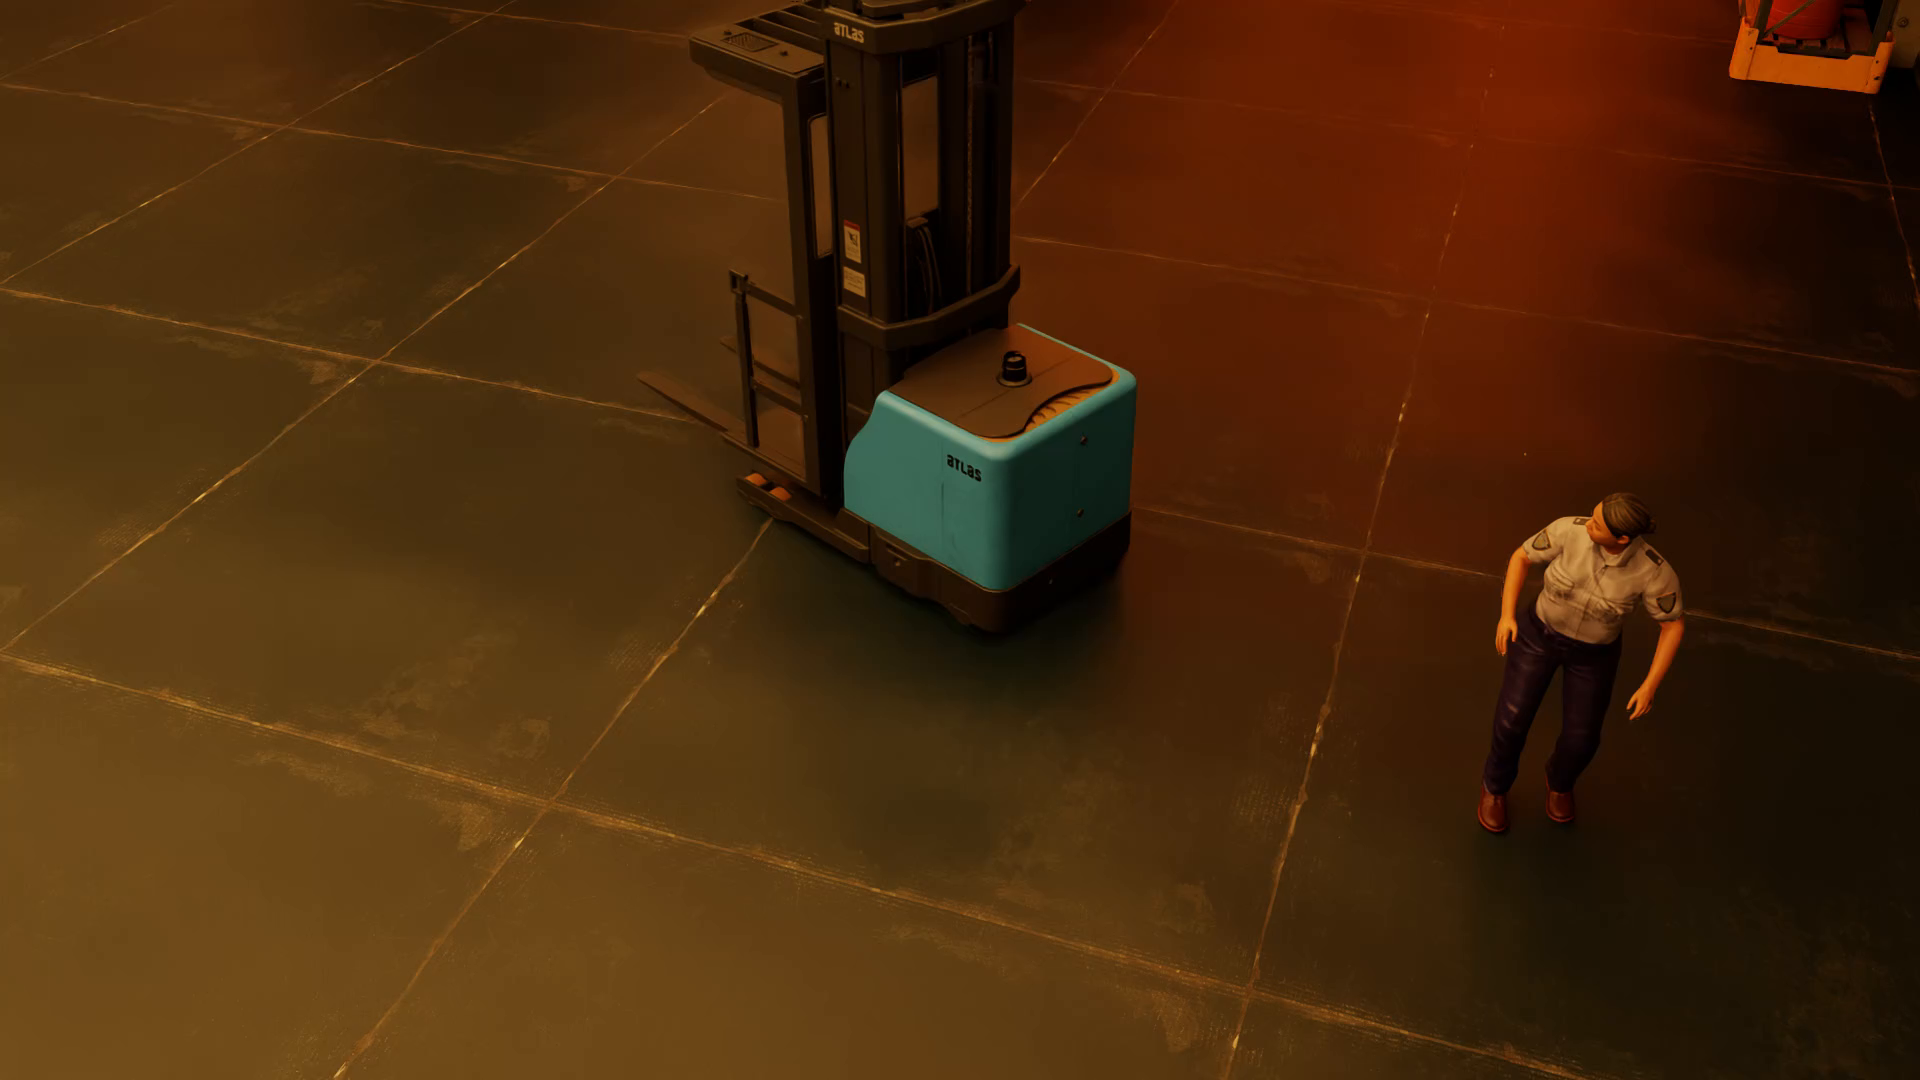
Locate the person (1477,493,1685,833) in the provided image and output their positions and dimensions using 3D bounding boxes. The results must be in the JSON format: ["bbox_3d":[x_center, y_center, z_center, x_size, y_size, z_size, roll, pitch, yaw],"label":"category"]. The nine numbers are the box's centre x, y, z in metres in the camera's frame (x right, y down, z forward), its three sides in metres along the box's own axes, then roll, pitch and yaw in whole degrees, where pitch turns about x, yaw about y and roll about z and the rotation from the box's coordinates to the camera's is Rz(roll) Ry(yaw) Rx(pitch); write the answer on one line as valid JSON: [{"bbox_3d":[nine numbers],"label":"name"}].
[{"bbox_3d":[2.447,0.481,6.592,0.685,1.611,0.492,16,38,21],"label":"person"}]

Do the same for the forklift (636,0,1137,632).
[{"bbox_3d":[-0.551,-1.499,8.224,3.031,2.935,1.130,29,45,34],"label":"forklift"}]
